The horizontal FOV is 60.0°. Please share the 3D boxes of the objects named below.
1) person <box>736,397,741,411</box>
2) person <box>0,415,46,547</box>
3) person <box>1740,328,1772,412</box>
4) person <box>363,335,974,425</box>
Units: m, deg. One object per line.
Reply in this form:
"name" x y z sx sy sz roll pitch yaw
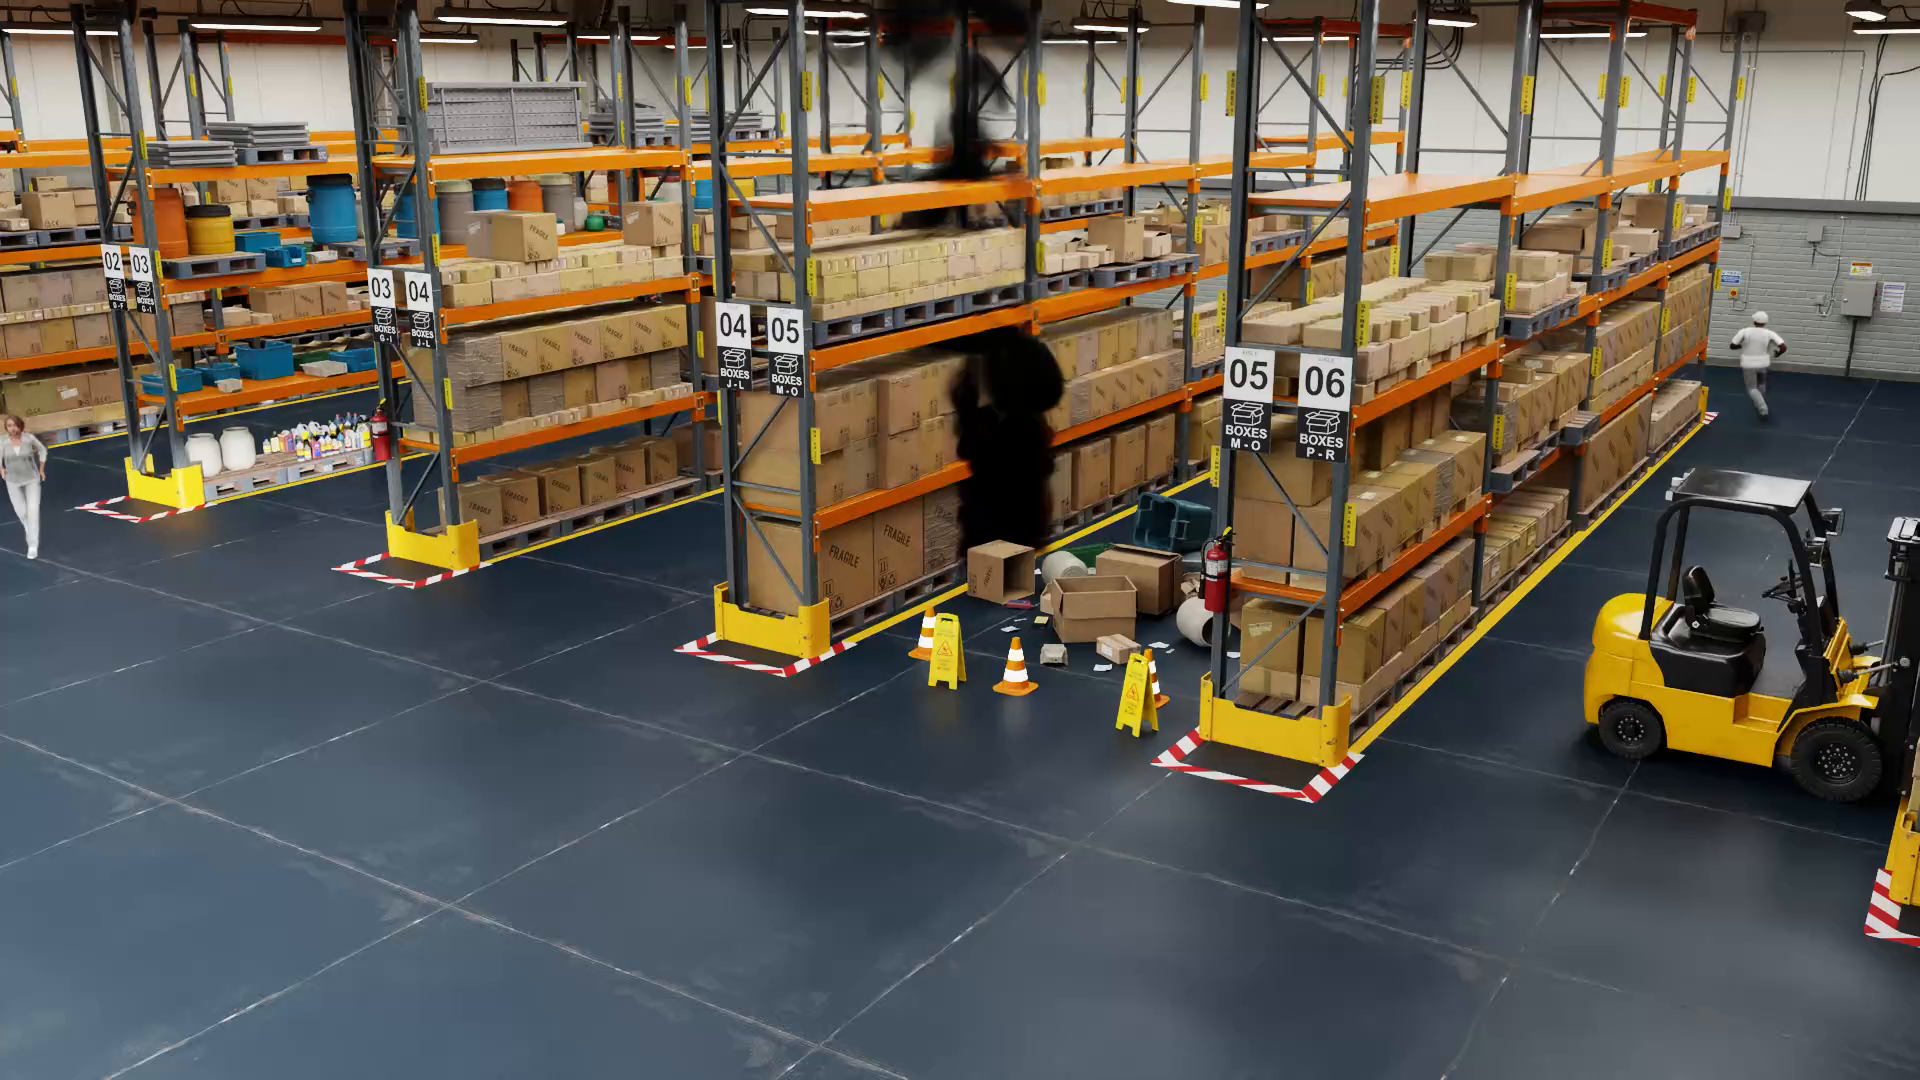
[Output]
"person" -3.331 -2.509 25.014 0.577 1.693 0.941 8 17 26
"person" -10.459 -0.684 18.567 0.500 1.491 0.789 -7 17 -23
"person" 12.543 -2.689 26.151 0.585 1.321 0.942 2 16 9
"person" -4.023 -2.116 22.685 8.675 1.797 3.173 9 18 30
